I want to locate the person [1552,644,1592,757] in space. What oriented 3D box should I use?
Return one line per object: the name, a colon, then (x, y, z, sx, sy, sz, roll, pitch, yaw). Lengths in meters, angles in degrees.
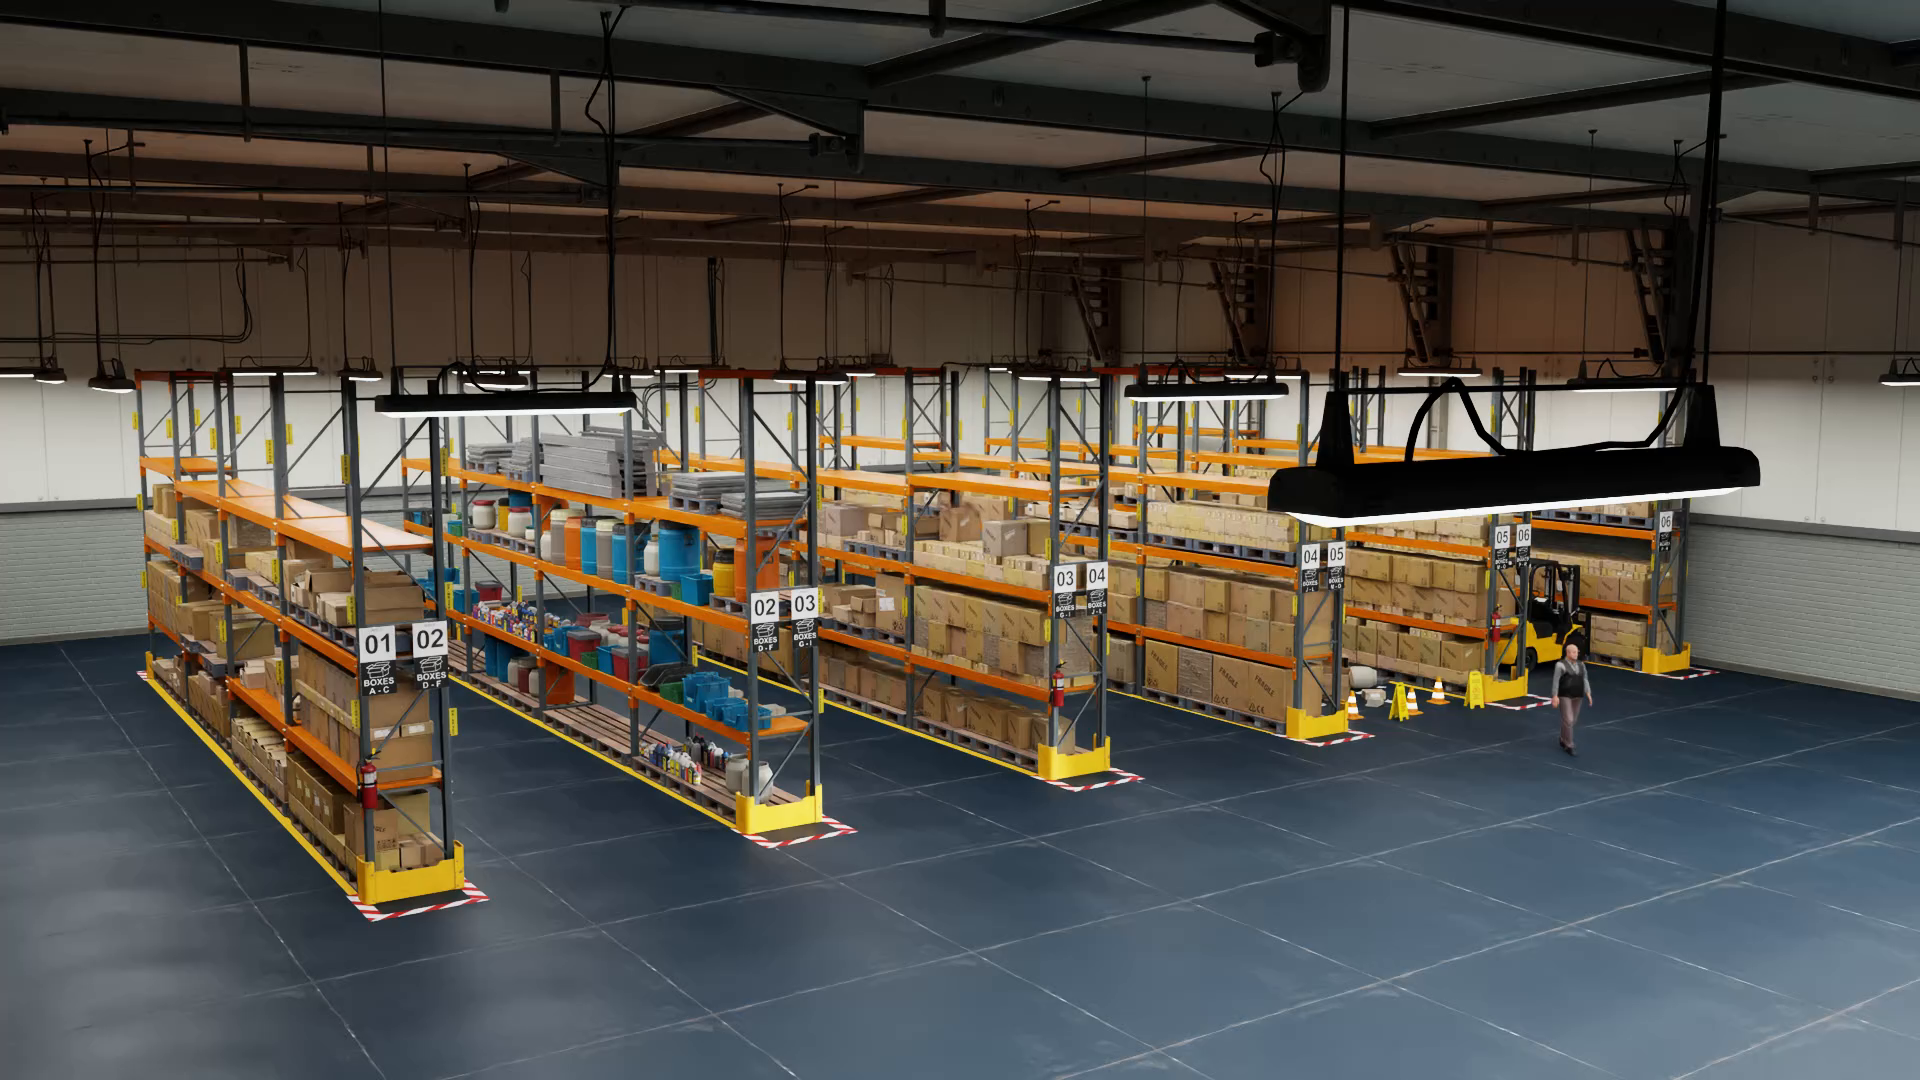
person: (9.690, 2.520, 26.321, 0.591, 1.748, 0.632, -2, 7, -17)
